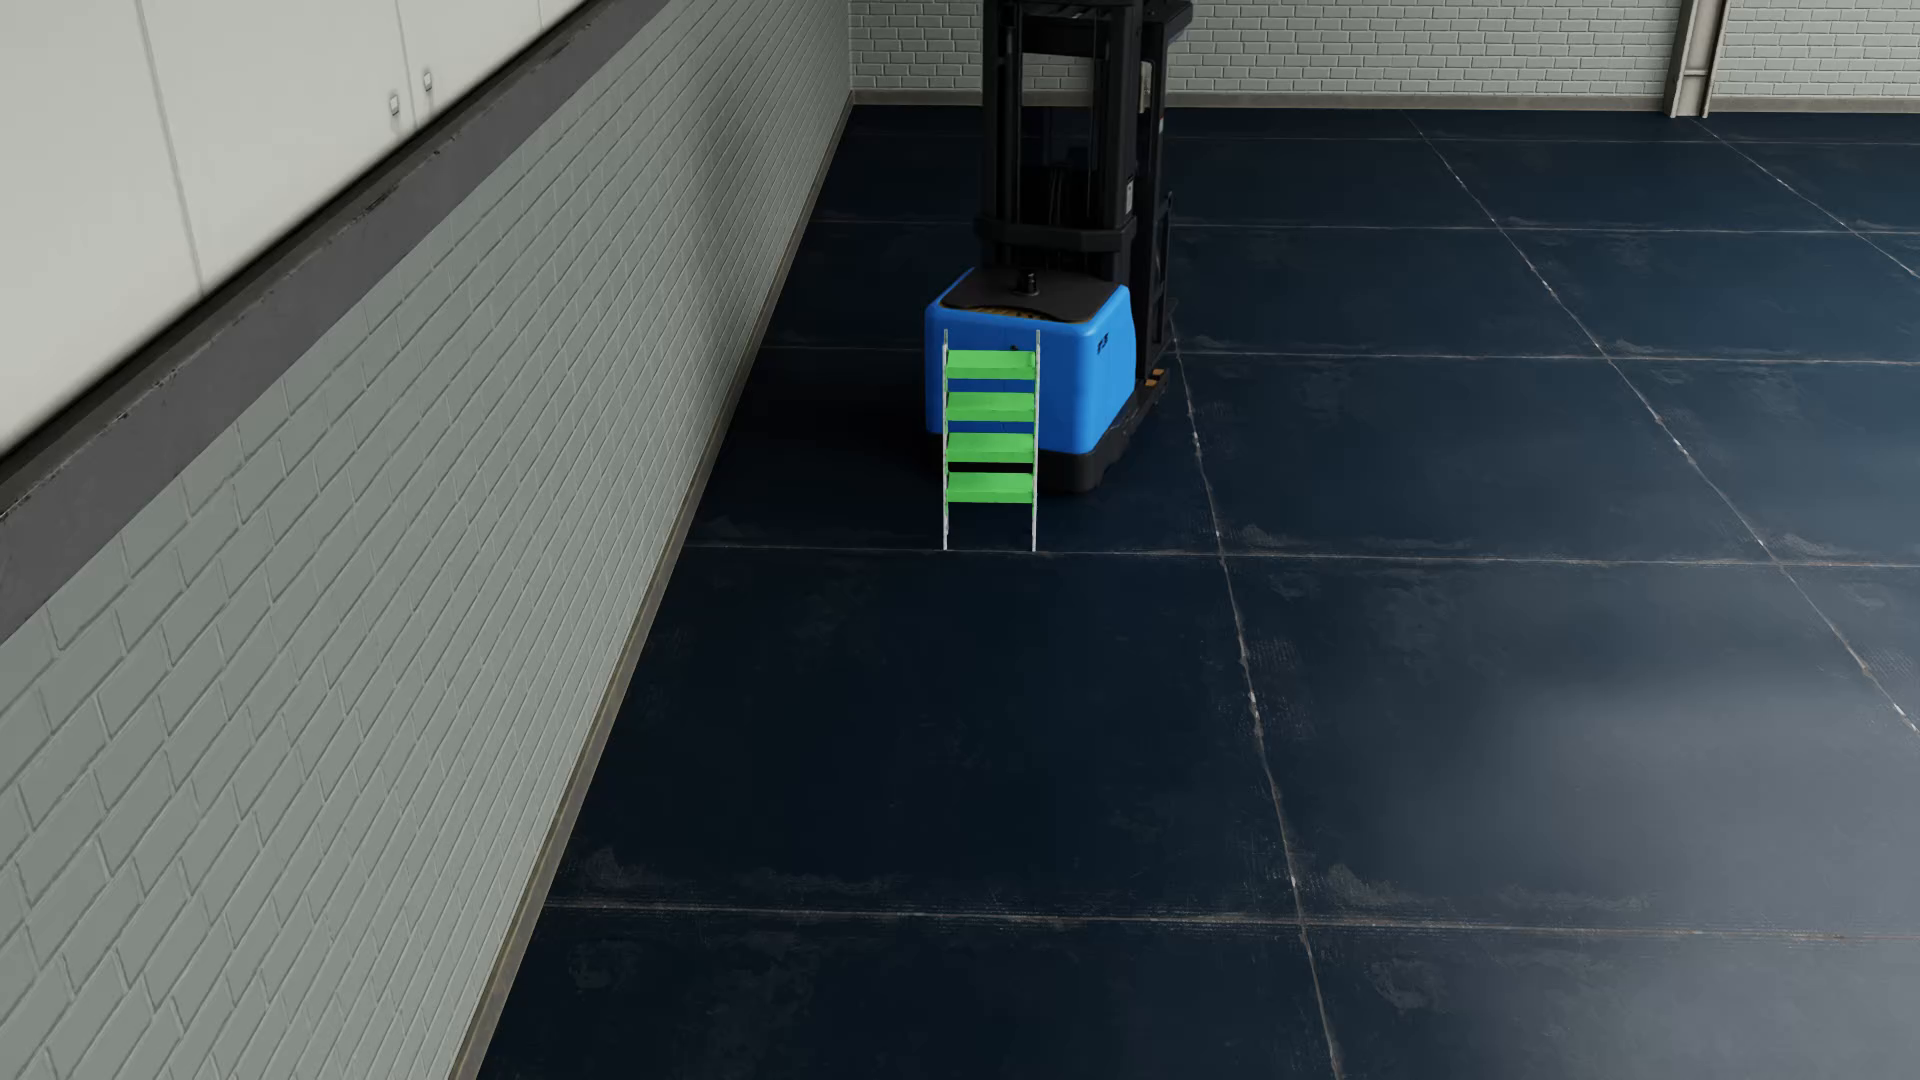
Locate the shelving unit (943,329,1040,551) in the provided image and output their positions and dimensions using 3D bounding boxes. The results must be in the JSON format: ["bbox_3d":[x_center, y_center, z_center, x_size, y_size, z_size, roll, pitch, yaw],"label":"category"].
[{"bbox_3d":[0.165,-0.527,8.964,0.503,1.200,0.258,1,28,2],"label":"shelving unit"}]

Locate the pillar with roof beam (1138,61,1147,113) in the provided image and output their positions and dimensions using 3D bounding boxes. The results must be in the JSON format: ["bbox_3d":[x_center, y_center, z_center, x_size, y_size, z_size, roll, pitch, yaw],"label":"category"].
[{"bbox_3d":[1.643,-6.646,12.180,0.400,9.000,9.100,1,28,2],"label":"pillar with roof beam"}]

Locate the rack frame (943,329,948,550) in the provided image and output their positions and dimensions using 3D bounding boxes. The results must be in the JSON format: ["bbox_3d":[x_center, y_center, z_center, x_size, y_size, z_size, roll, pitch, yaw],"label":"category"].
[{"bbox_3d":[-0.078,-0.531,8.971,0.015,1.200,0.240,1,28,2],"label":"rack frame"}]

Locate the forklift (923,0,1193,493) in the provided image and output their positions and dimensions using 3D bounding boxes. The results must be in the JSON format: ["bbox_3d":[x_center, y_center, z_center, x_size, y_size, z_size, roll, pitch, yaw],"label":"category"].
[{"bbox_3d":[0.759,-2.240,10.346,1.130,2.935,3.031,10,29,17],"label":"forklift"}]

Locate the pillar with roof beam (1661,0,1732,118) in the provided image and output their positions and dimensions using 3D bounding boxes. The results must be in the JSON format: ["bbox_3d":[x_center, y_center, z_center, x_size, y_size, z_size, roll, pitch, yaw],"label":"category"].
[{"bbox_3d":[7.640,-6.547,11.992,0.400,9.000,9.100,1,28,2],"label":"pillar with roof beam"}]

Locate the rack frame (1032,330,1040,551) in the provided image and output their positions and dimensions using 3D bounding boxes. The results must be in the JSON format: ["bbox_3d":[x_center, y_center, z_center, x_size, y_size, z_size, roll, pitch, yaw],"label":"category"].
[{"bbox_3d":[0.409,-0.523,8.956,0.015,1.200,0.240,1,28,2],"label":"rack frame"}]

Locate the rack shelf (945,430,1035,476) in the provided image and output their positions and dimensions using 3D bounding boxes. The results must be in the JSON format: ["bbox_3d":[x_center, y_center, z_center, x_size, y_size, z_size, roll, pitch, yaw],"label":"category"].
[{"bbox_3d":[0.165,-0.471,8.994,0.480,0.148,0.258,1,28,2],"label":"rack shelf"}]

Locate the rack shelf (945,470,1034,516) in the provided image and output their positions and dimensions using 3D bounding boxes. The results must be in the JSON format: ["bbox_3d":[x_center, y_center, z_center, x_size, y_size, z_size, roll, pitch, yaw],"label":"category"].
[{"bbox_3d":[0.165,-0.259,9.106,0.480,0.148,0.258,1,28,2],"label":"rack shelf"}]

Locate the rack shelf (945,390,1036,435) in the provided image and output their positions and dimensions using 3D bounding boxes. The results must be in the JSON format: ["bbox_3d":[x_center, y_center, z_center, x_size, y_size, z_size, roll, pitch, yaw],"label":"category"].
[{"bbox_3d":[0.165,-0.683,8.881,0.480,0.148,0.258,1,28,2],"label":"rack shelf"}]

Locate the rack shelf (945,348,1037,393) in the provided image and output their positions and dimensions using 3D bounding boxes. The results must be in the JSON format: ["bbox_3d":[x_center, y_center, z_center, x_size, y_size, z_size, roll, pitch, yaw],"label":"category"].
[{"bbox_3d":[0.165,-0.895,8.769,0.480,0.148,0.258,1,28,2],"label":"rack shelf"}]
